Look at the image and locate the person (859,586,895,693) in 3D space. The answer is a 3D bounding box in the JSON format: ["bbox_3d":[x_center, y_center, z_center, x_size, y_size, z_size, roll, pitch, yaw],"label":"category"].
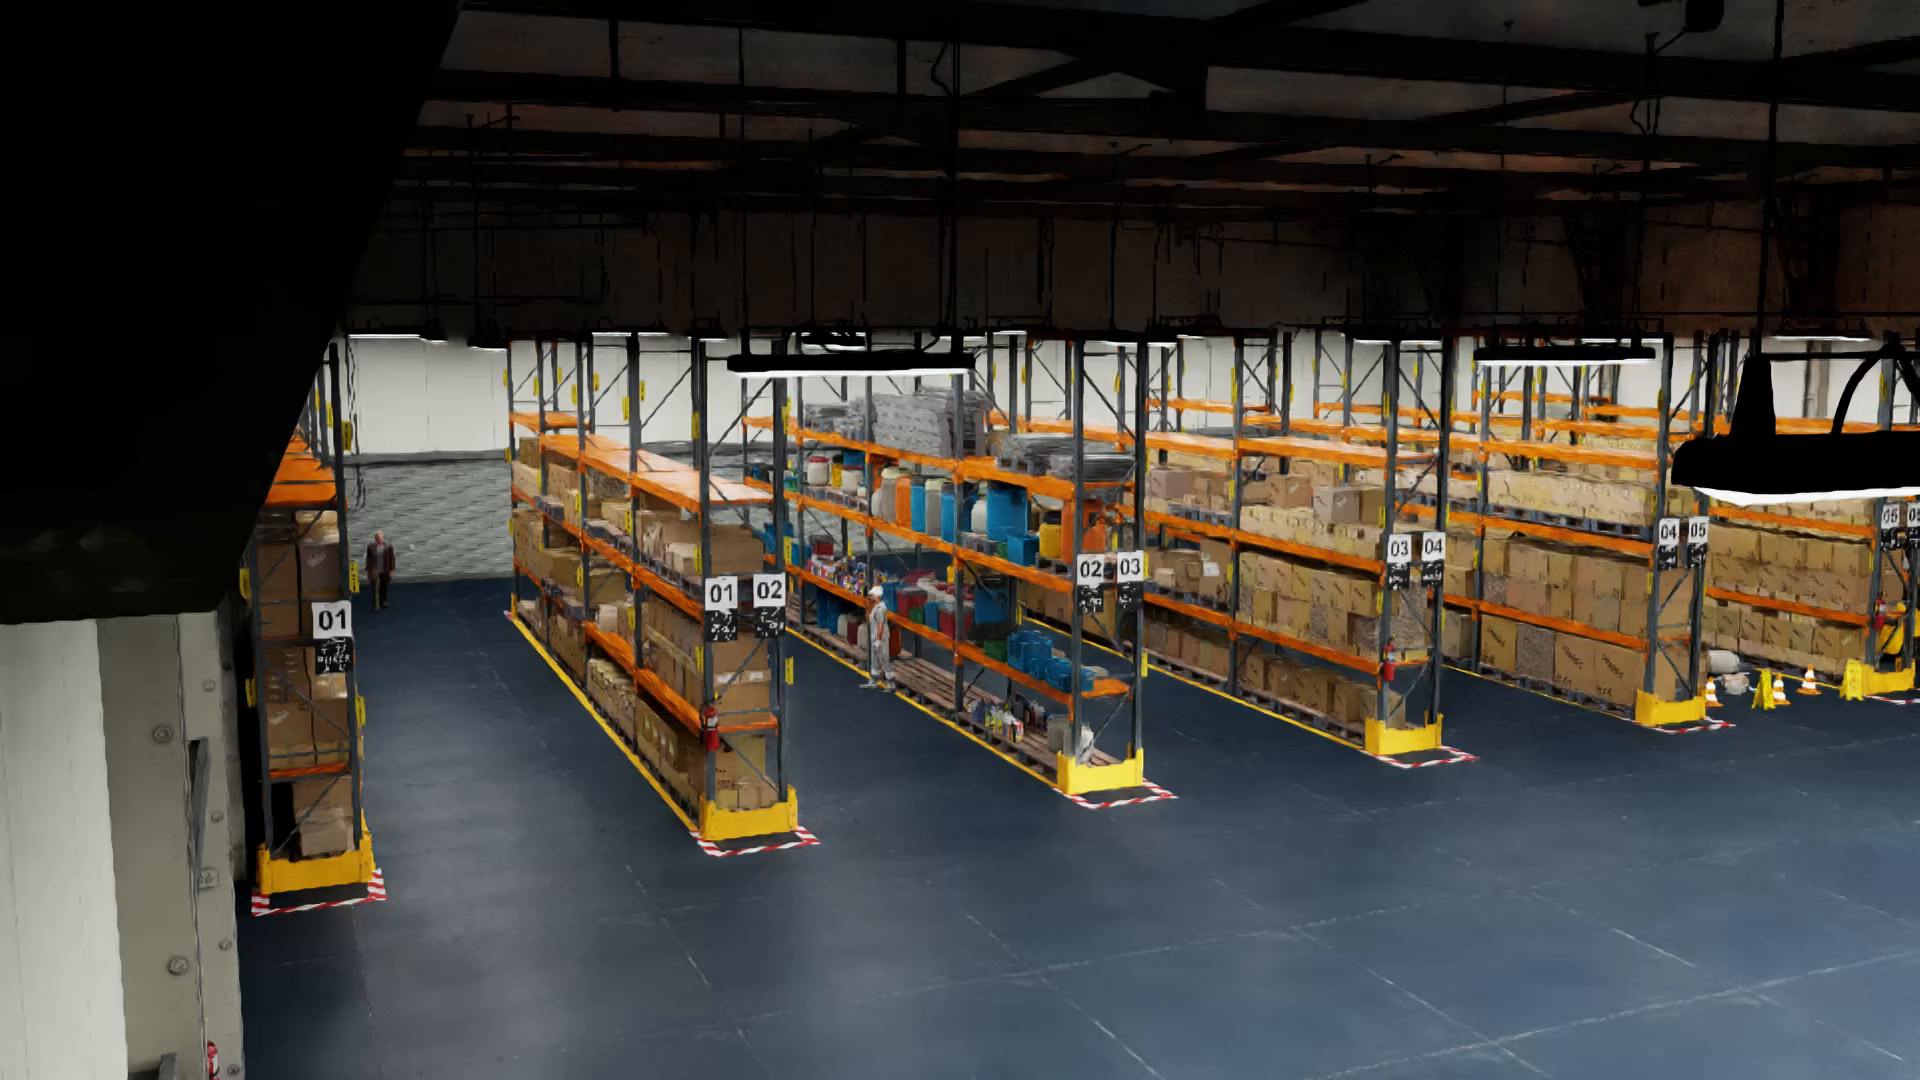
[{"bbox_3d":[-1.399,1.652,27.855,0.575,1.786,0.680,-2,8,-12],"label":"person"}]

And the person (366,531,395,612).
[{"bbox_3d":[-12.369,0.644,35.522,0.588,1.700,1.194,-4,9,-25],"label":"person"}]

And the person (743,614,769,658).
[{"bbox_3d":[-3.852,1.384,30.680,0.446,1.545,1.099,-3,8,-21],"label":"person"}]
